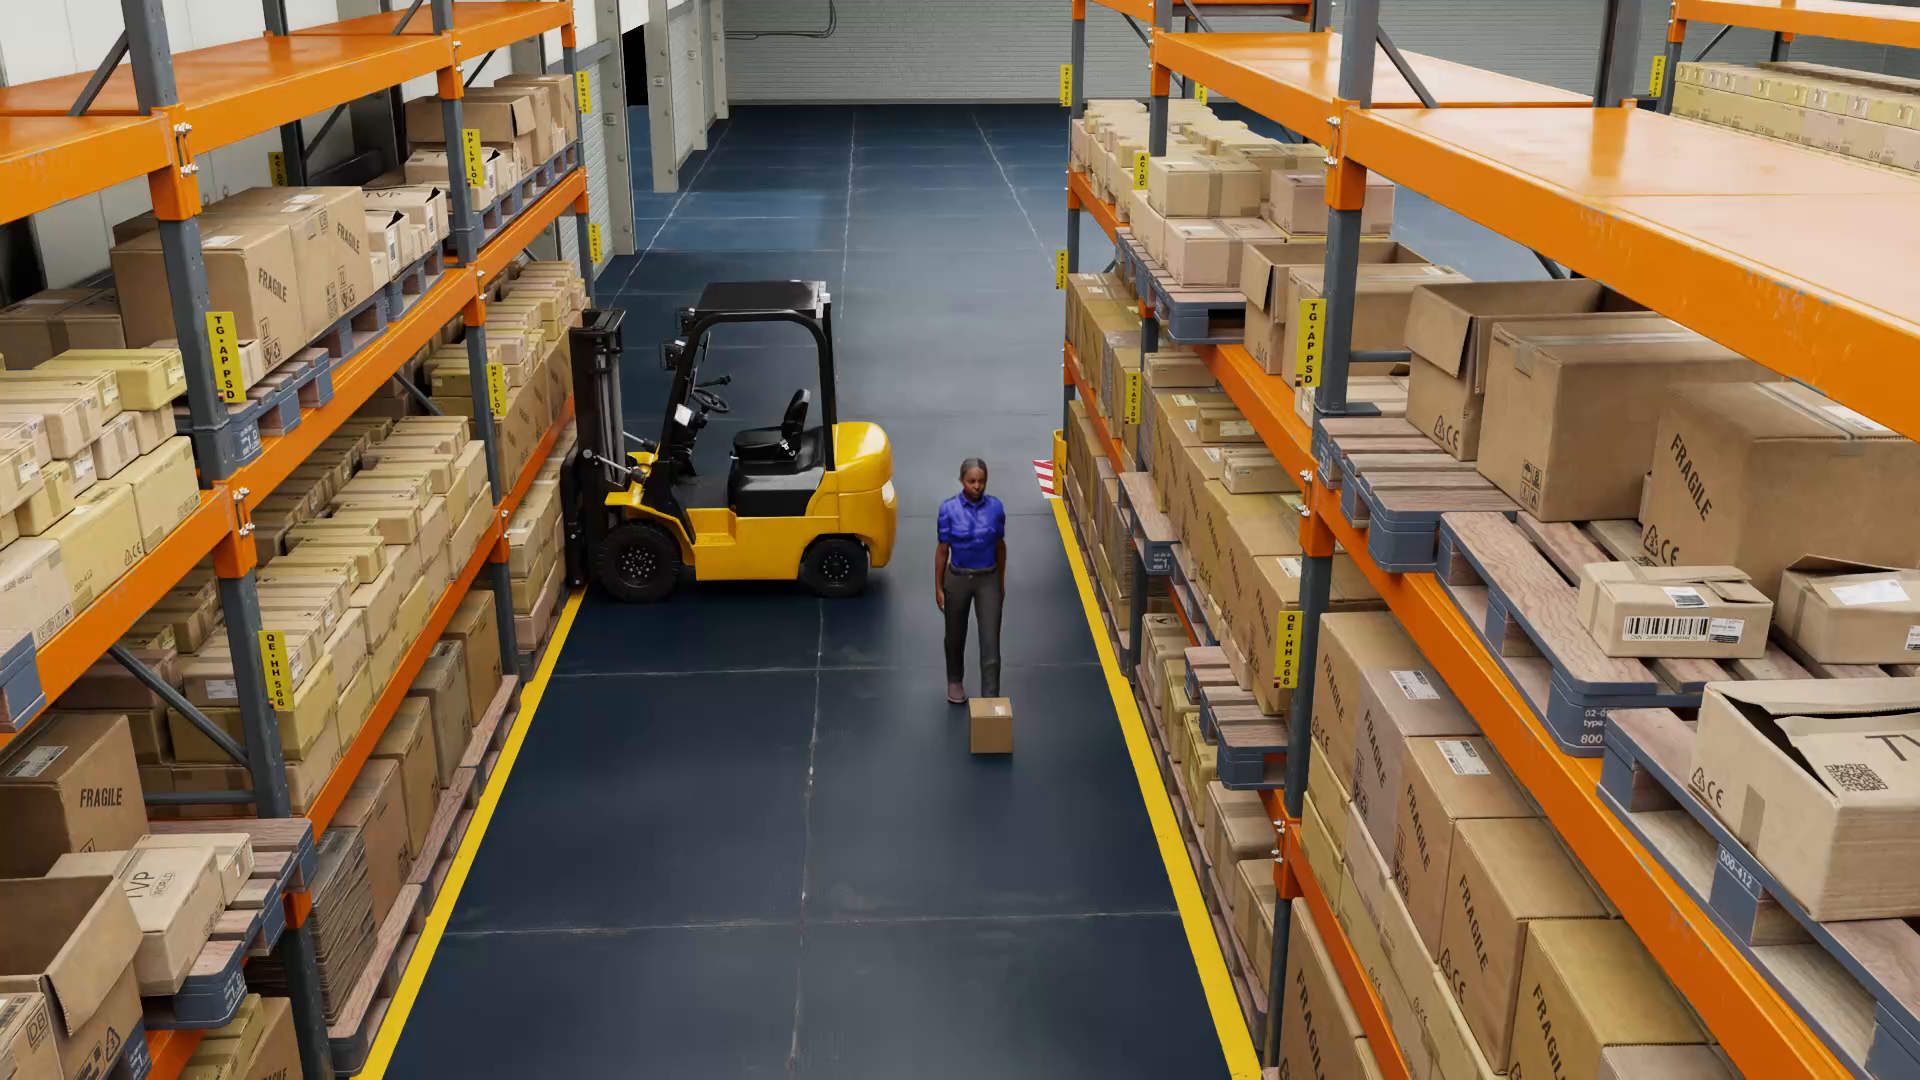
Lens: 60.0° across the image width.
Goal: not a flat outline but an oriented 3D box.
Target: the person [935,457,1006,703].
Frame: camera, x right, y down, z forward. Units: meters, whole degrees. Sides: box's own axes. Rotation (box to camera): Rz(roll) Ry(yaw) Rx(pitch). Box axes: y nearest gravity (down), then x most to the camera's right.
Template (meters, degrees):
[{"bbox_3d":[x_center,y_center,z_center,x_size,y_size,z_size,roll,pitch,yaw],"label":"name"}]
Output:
[{"bbox_3d":[0.073,0.290,10.292,0.456,1.655,0.655,-3,21,-7],"label":"person"}]
